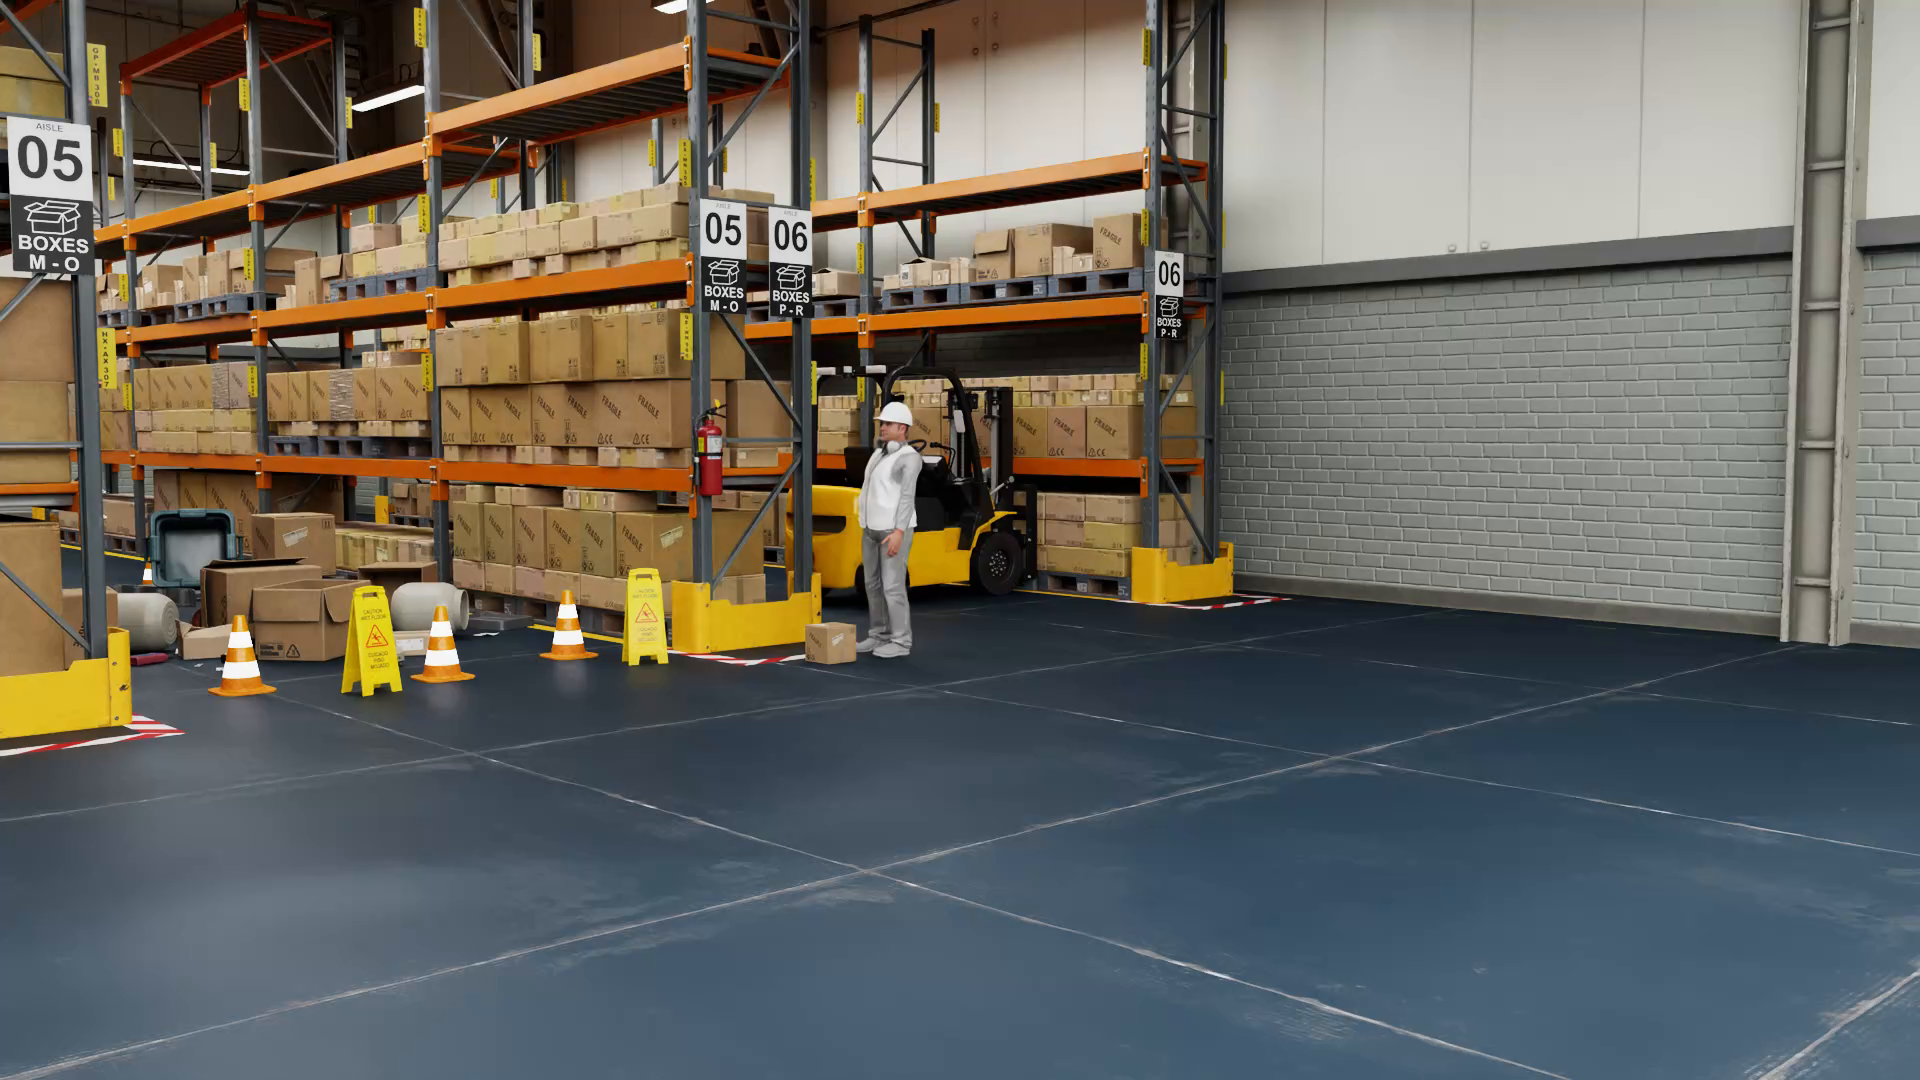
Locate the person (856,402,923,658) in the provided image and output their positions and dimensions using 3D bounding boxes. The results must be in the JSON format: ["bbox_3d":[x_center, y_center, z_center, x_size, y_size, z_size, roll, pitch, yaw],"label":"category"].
[{"bbox_3d":[-0.515,-0.072,11.646,0.363,1.780,0.592,-3,5,-38],"label":"person"}]
